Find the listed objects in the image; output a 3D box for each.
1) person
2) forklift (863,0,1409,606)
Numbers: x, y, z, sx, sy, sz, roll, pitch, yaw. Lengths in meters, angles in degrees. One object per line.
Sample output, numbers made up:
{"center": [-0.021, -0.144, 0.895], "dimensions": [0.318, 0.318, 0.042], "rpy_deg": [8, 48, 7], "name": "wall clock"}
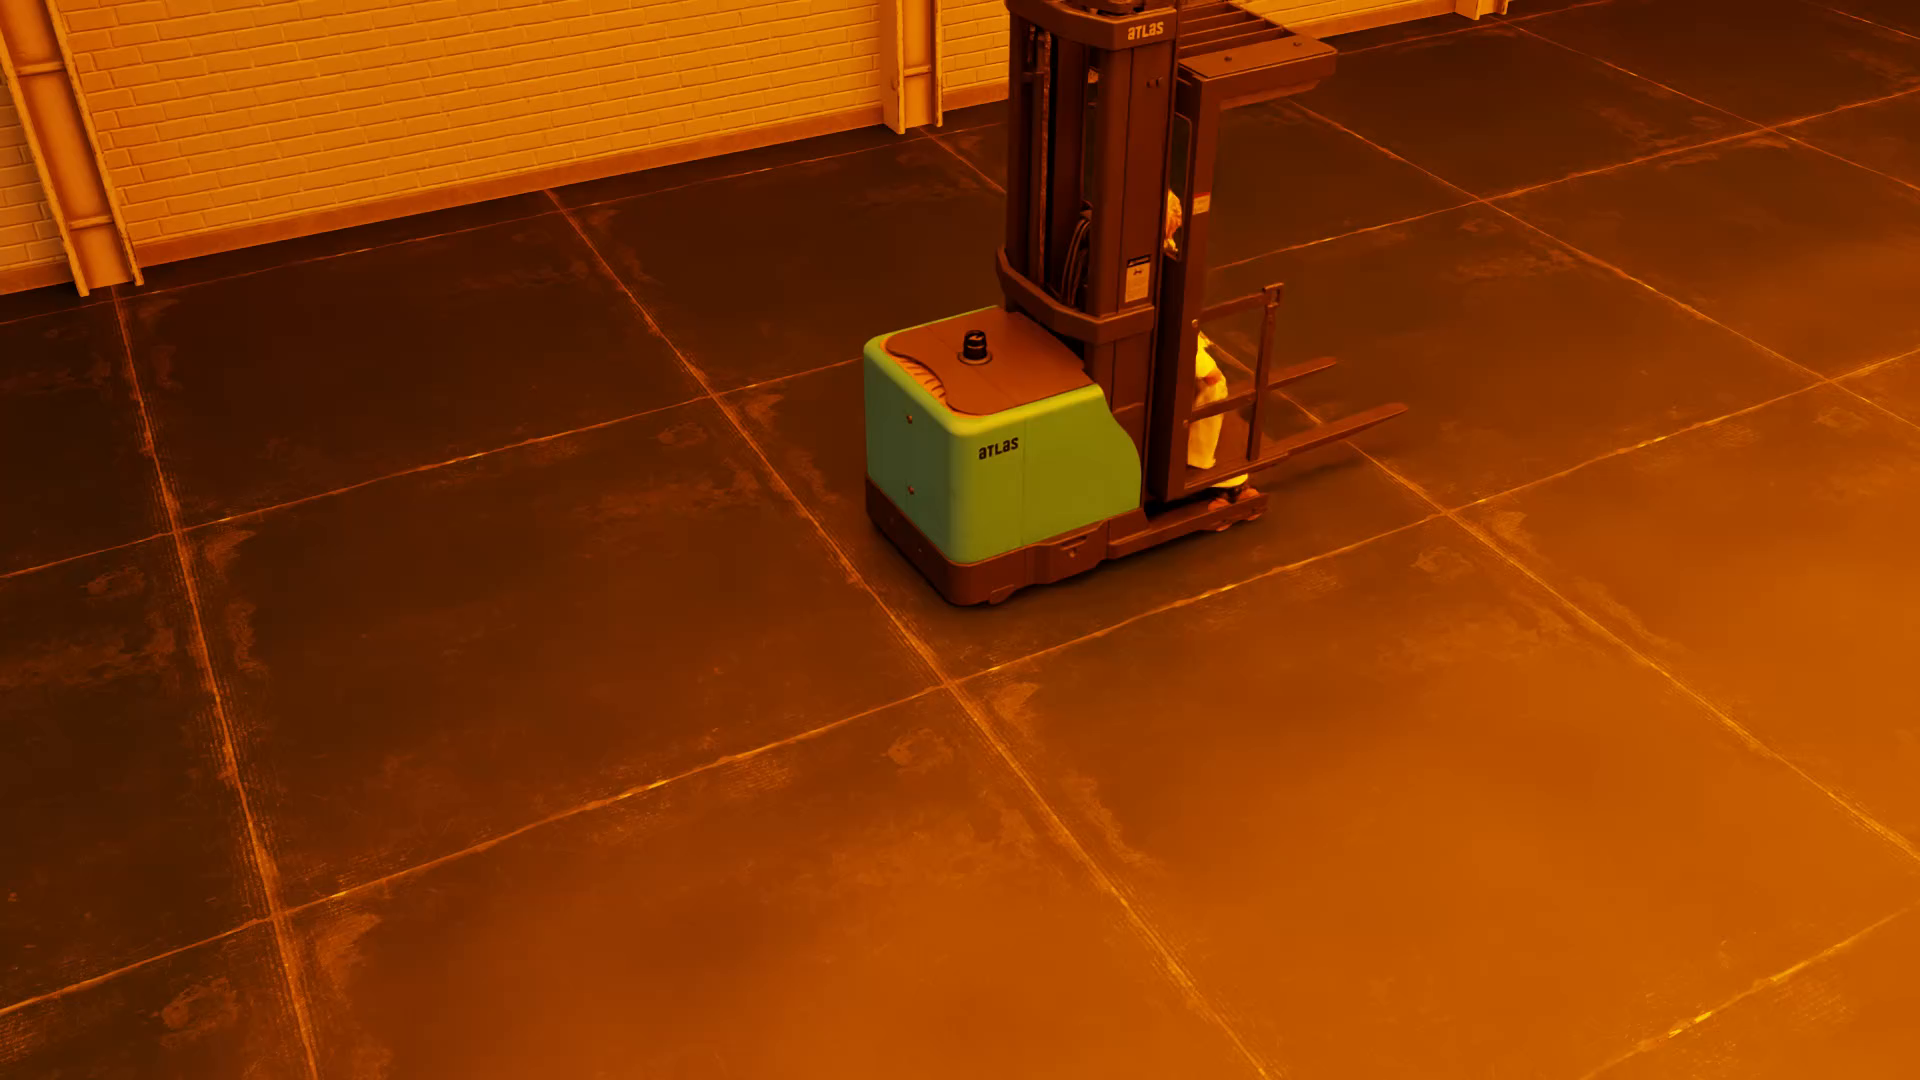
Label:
{"center": [1.179, -1.073, 8.575], "dimensions": [0.735, 1.534, 0.811], "rpy_deg": [5, 36, 7], "name": "person"}
{"center": [1.042, -1.492, 8.234], "dimensions": [3.031, 2.935, 1.130], "rpy_deg": [-18, 39, -24], "name": "forklift"}
